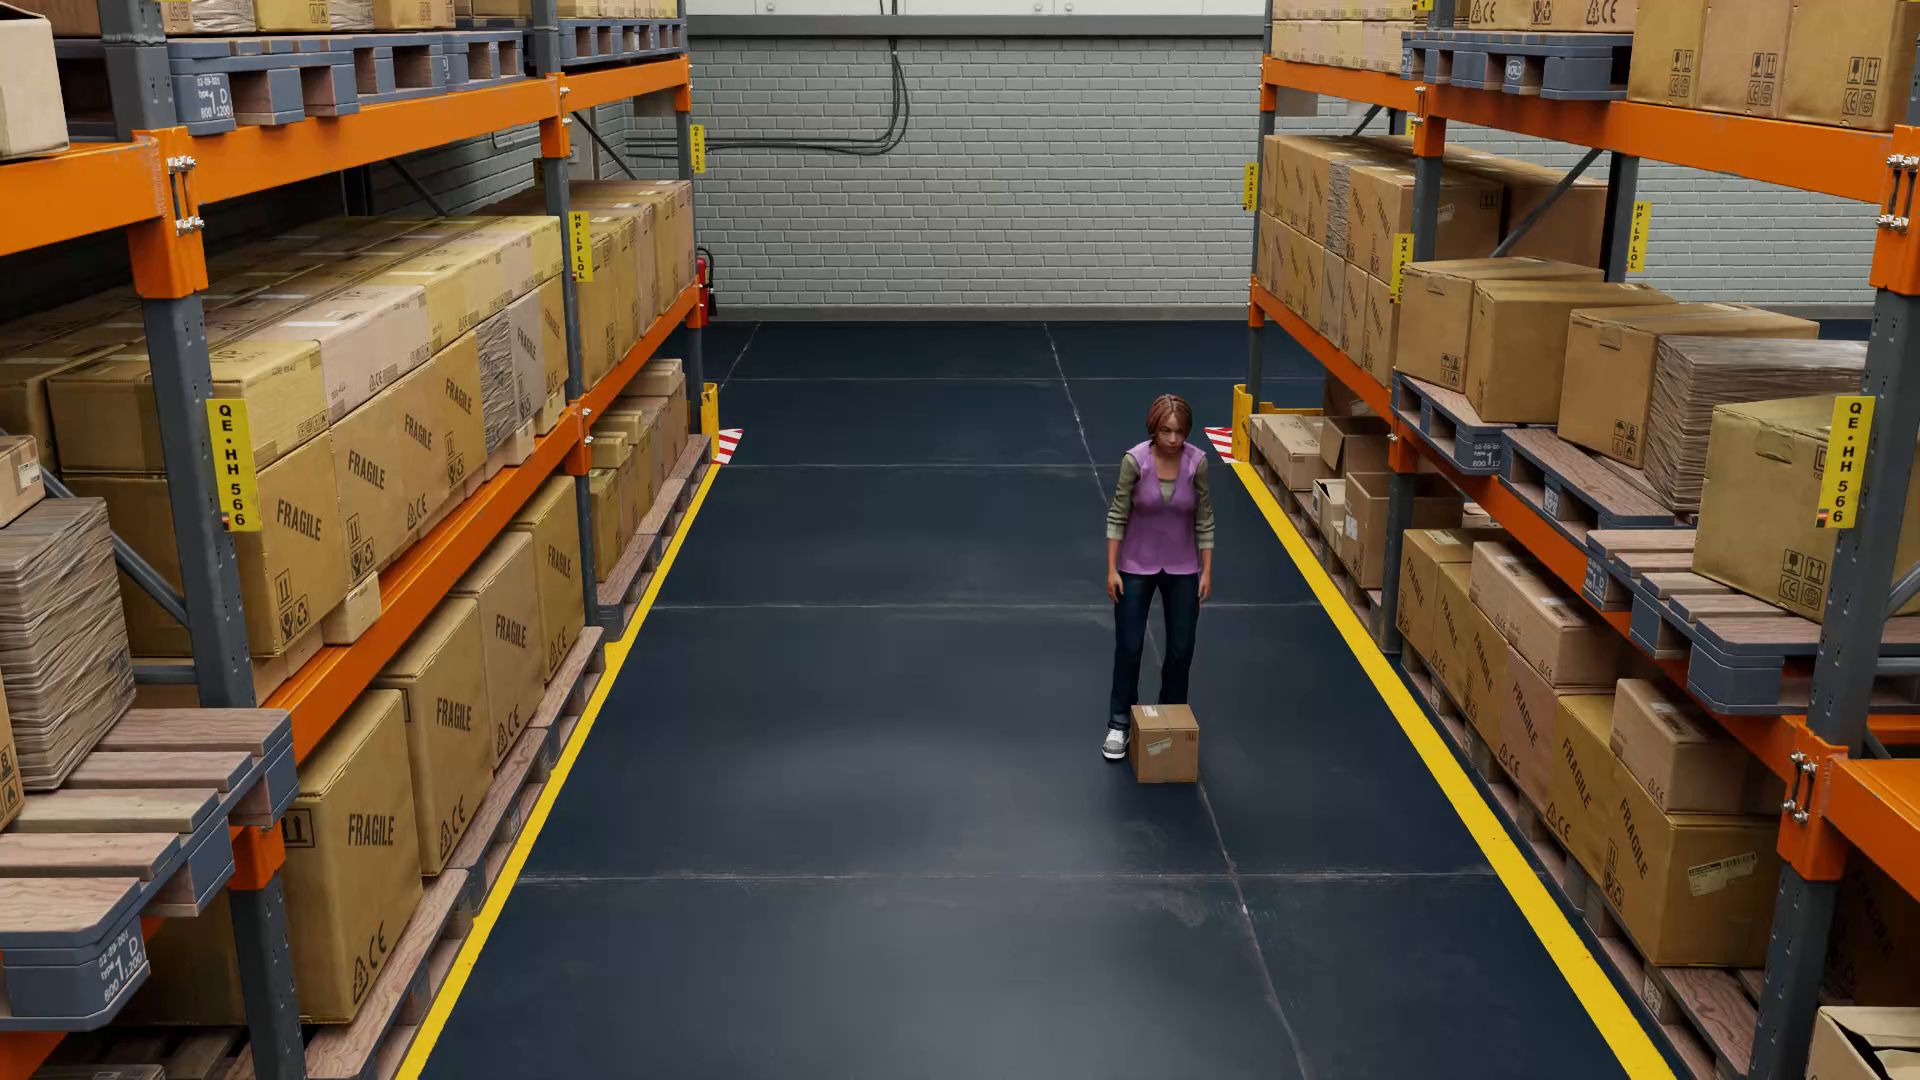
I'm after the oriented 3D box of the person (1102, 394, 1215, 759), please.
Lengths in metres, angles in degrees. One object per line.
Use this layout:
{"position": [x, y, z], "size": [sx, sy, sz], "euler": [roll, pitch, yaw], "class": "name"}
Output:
{"position": [0.849, 0.151, 7.083], "size": [0.460, 1.593, 0.343], "euler": [0, 17, 0], "class": "person"}
